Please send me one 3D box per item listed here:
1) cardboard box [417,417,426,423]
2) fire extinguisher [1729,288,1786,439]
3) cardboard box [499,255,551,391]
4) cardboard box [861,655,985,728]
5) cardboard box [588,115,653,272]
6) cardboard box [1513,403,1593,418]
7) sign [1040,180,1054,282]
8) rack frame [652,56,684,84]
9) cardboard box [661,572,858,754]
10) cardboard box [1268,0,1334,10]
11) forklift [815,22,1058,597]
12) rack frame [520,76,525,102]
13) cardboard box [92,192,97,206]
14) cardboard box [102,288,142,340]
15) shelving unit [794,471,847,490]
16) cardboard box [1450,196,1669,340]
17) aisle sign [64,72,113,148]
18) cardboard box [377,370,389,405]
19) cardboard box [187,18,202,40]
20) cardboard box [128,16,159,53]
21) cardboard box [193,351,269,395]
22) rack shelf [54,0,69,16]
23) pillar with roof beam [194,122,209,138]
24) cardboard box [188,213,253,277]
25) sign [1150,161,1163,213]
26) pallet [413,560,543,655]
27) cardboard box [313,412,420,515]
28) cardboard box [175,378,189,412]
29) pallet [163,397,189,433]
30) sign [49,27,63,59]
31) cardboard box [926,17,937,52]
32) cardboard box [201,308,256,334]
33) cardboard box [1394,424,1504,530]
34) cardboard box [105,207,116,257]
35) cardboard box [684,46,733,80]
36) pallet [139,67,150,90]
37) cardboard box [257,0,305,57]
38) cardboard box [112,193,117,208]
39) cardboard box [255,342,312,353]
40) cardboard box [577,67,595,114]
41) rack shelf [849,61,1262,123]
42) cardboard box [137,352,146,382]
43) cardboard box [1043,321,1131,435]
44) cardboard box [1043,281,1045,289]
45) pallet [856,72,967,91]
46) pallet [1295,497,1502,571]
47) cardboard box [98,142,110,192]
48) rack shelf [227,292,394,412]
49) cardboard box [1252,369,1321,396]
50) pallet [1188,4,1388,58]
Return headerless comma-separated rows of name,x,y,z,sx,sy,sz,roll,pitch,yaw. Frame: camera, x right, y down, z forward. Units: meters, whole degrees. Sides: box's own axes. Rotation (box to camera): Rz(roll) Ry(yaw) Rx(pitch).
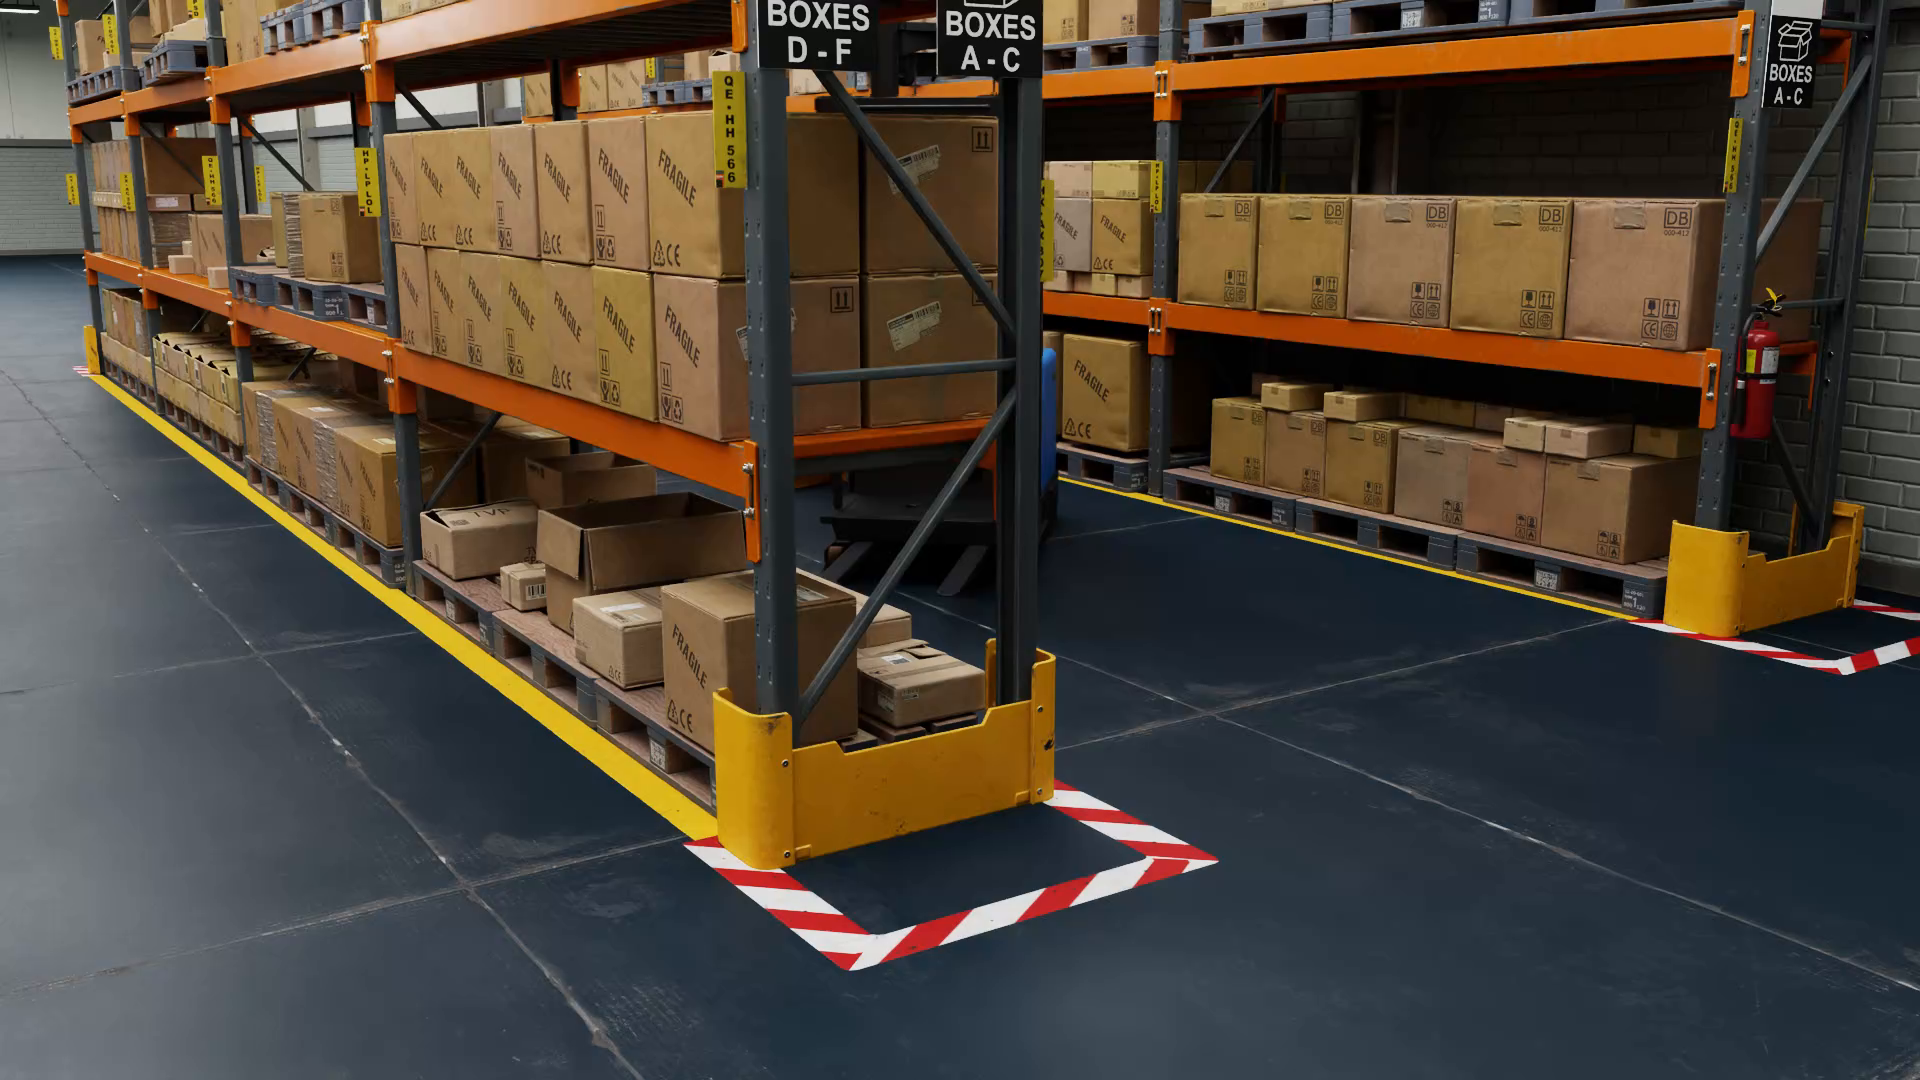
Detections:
cardboard box,-3.044,-0.523,10.054,0.500,0.500,0.500,-8,15,-32
fire extinguisher,3.634,-0.805,7.577,0.296,0.674,0.183,-8,15,-33
cardboard box,-1.504,-0.887,6.662,0.500,0.500,0.500,-8,15,-34
cardboard box,-0.133,0.543,6.001,0.380,0.149,0.250,-8,15,-33
cardboard box,-0.944,-1.193,5.723,0.500,0.500,0.500,-8,14,-31
cardboard box,3.279,-0.656,9.192,0.380,0.149,0.250,-8,15,-32
sign,0.264,-1.007,5.419,0.100,0.325,0.005,-8,15,-33
rack frame,-2.714,-6.172,17.020,1.000,3.000,0.127,-8,15,-33
cardboard box,-0.694,0.419,5.746,0.500,0.500,0.500,-8,15,-33
cardboard box,2.152,-3.218,9.668,0.500,0.250,0.500,-8,15,-34
forklift,-0.127,-1.287,8.888,1.130,2.935,3.031,2,12,9
rack frame,-4.930,-6.883,20.273,1.000,3.000,0.127,-8,15,-33
cardboard box,-9.014,-3.636,17.714,0.380,0.149,0.250,-8,15,-33
cardboard box,-8.662,-2.383,17.436,0.500,0.500,0.500,-8,15,-33
shelving unit,-0.618,-1.041,11.113,1.083,1.500,0.587,10,16,37
cardboard box,3.231,-1.471,8.865,0.980,0.700,0.700,-8,15,-33
aisle sign,-9.344,-4.611,17.839,0.394,0.787,0.004,-8,15,-33
cardboard box,-3.301,-0.973,10.357,0.500,0.250,0.500,-8,15,-34
cardboard box,-5.531,-3.808,12.601,0.500,0.250,0.500,-8,15,-34
cardboard box,-7.644,-4.751,15.993,0.797,0.503,0.637,-6,14,-27
cardboard box,-5.686,-1.324,13.036,0.500,0.311,0.500,-8,15,-33
rack shelf,-7.944,-5.394,16.082,1.077,0.370,4.000,-8,15,-33
pillar with roof beam,-24.028,-11.687,42.240,9.100,9.000,0.548,-8,15,-33
cardboard box,-6.132,-2.471,13.904,0.500,0.500,0.500,-7,14,-29
sign,1.272,-2.279,10.738,0.100,0.325,0.005,-8,15,-33
pallet,-2.024,0.253,8.209,1.003,0.211,1.213,-8,15,-33
cardboard box,-3.460,-0.457,9.751,0.500,0.500,0.500,-8,15,-32
cardboard box,-6.247,-1.232,13.927,0.500,0.250,0.500,-9,15,-34
pallet,-6.395,-1.165,14.696,1.003,0.211,1.213,-8,15,-33
sign,-9.518,-5.232,17.512,0.100,0.325,0.005,-8,15,-33
cardboard box,0.156,-4.091,13.264,0.700,0.500,0.500,-9,15,-36
cardboard box,-6.832,-2.002,15.692,0.500,0.500,0.500,-8,15,-33
cardboard box,2.907,-0.382,9.454,0.700,0.500,0.500,-9,15,-35
cardboard box,-8.509,-3.237,17.408,0.700,0.500,0.500,-8,14,-31
cardboard box,-2.478,-4.854,16.797,0.500,0.500,0.500,-6,14,-25
pallet,-6.337,-3.871,13.966,0.805,0.209,1.217,-9,15,-35
cardboard box,-3.779,-3.200,10.218,0.910,0.500,0.500,-8,15,-33
cardboard box,-8.163,-3.362,16.463,0.380,0.149,0.250,-8,15,-32
cardboard box,-5.530,-1.481,13.754,0.500,0.311,0.500,-8,15,-33
cardboard box,-4.080,-5.103,18.873,0.500,0.500,0.500,-7,14,-29
rack shelf,0.610,-3.288,12.538,1.077,0.370,4.000,-8,15,-33
cardboard box,-7.544,-1.663,15.896,0.500,0.250,0.500,-8,15,-33
cardboard box,0.755,-1.231,12.519,0.750,0.750,0.750,-8,14,-31
cardboard box,0.754,-1.917,12.146,0.380,0.149,0.250,-8,15,-33
pallet,-0.097,-3.794,13.612,1.213,0.211,1.003,-7,14,-30
pallet,2.754,-0.094,9.799,1.003,0.211,1.213,-8,15,-33
cardboard box,-8.479,-3.861,17.226,0.700,0.500,0.500,-9,15,-34
rack shelf,-3.512,-1.235,10.174,1.077,0.370,4.000,-8,15,-33
cardboard box,2.132,-1.023,10.869,0.380,0.149,0.250,-8,15,-33
pallet,2.163,-3.093,10.173,1.003,0.211,1.213,-8,15,-33
